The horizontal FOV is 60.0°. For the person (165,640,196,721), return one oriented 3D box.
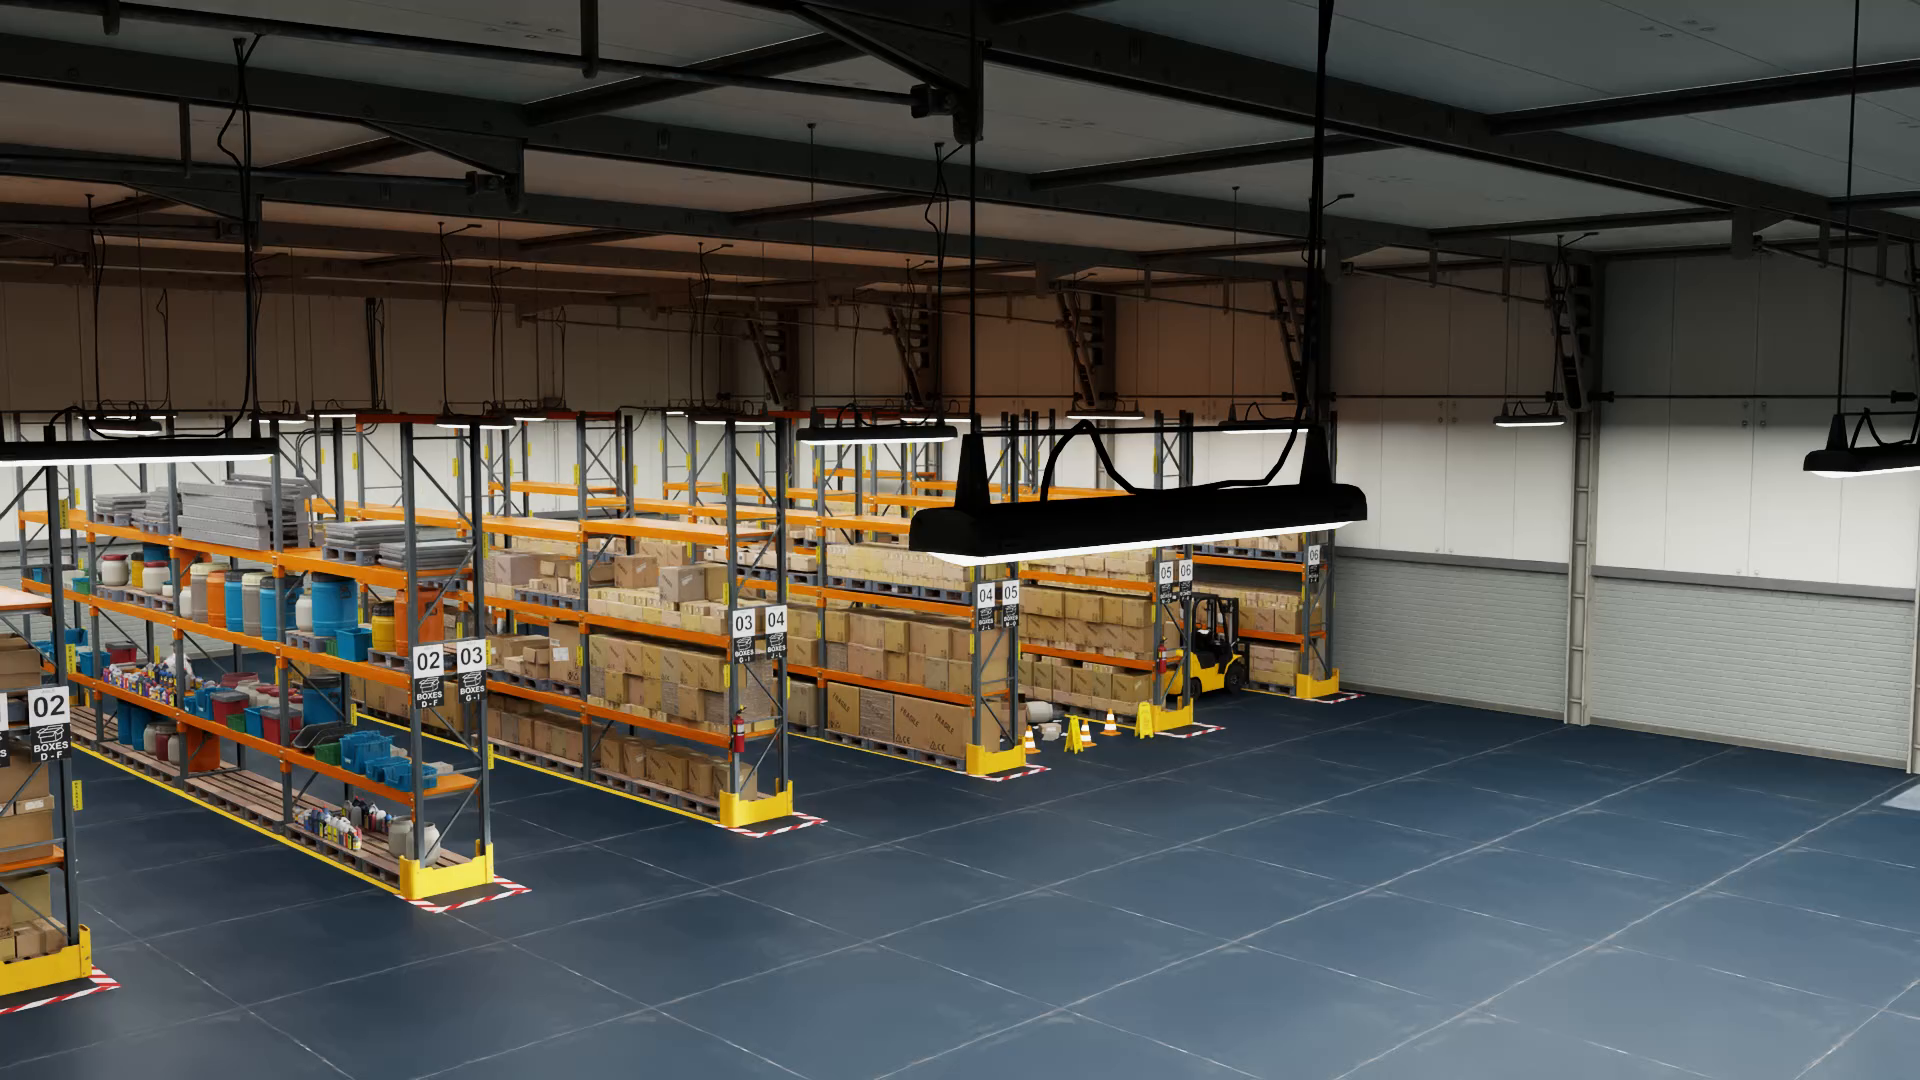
[{"bbox_3d":[-14.652,2.732,31.326,1.006,1.743,0.631,2,5,22],"label":"person"}]

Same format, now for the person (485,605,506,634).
[{"bbox_3d":[-11.465,1.903,41.181,0.551,1.737,1.036,1,5,6],"label":"person"}]
